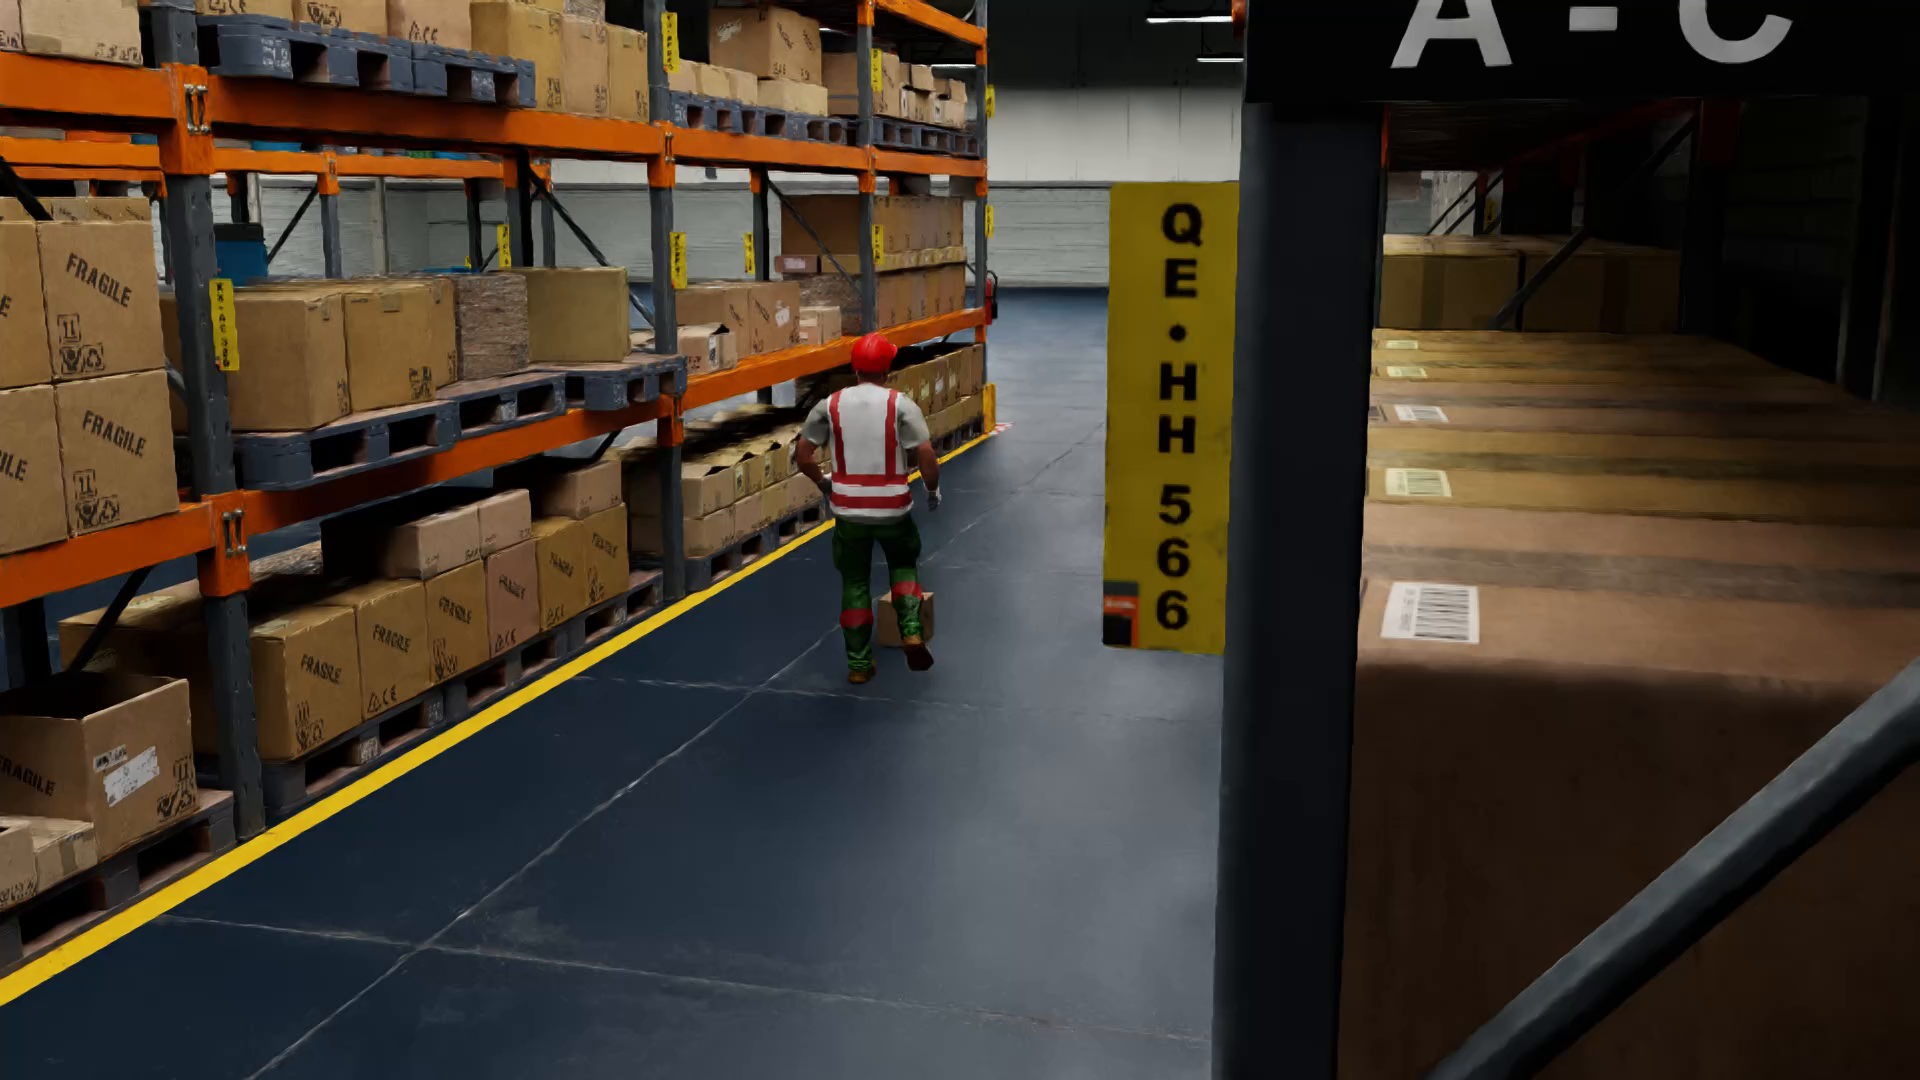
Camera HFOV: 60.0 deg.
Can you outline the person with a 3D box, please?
[{"bbox_3d":[-0.453,-0.159,8.274,0.716,1.753,0.499,0,11,1],"label":"person"}]
